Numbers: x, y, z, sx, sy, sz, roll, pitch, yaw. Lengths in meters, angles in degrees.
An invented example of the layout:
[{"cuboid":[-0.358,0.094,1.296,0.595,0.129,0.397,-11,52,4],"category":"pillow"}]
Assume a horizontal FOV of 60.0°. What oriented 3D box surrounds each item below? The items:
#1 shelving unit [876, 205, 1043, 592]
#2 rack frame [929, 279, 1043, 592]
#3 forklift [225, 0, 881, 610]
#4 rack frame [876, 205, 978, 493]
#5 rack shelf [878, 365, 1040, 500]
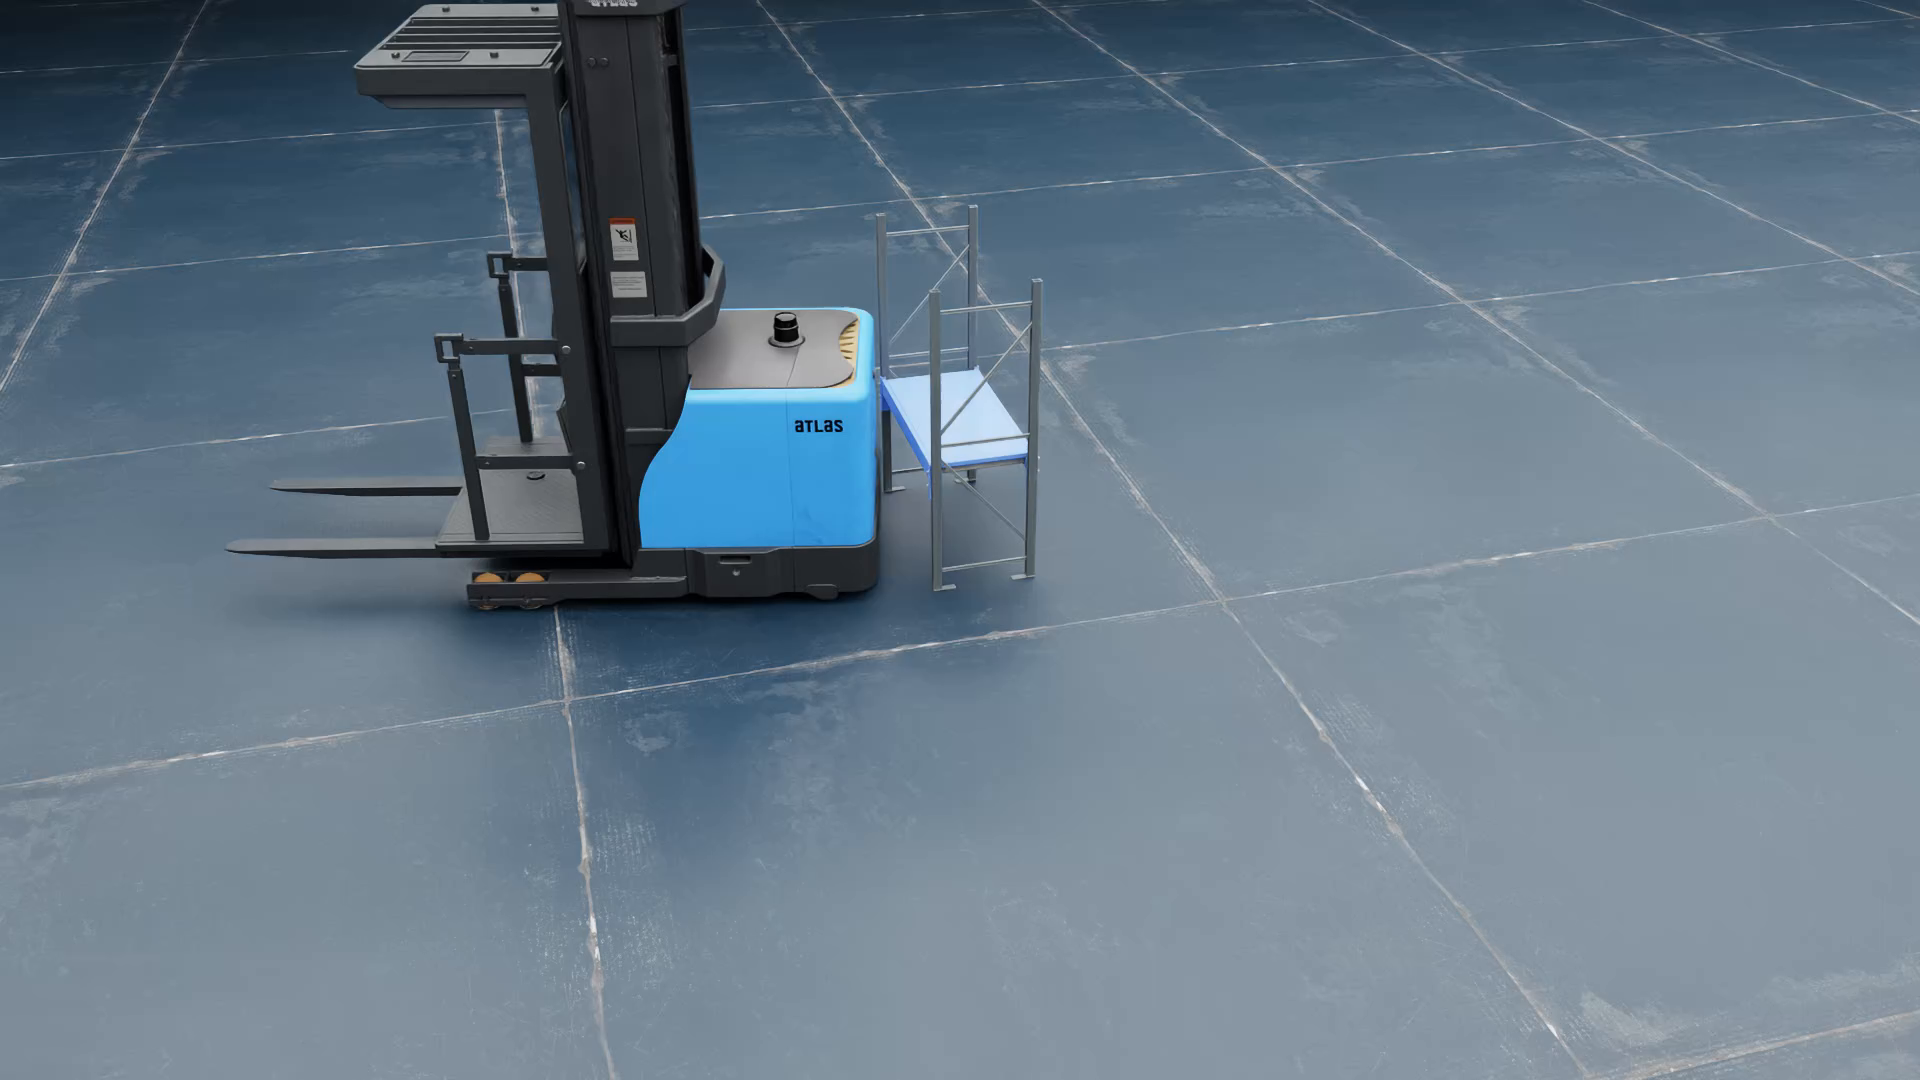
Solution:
[{"cuboid":[-0.023,-0.690,7.945,0.538,1.500,1.048,-8,31,-13],"category":"shelving unit"},{"cuboid":[0.112,-0.445,7.521,0.500,1.500,0.032,-8,31,-13],"category":"rack frame"},{"cuboid":[-1.911,-1.214,7.422,3.031,2.935,1.130,-1,30,-1],"category":"forklift"},{"cuboid":[-0.158,-0.936,8.370,0.500,1.500,0.032,-8,31,-13],"category":"rack frame"},{"cuboid":[-0.023,-0.535,8.036,0.538,0.185,1.000,-8,31,-13],"category":"rack shelf"}]
